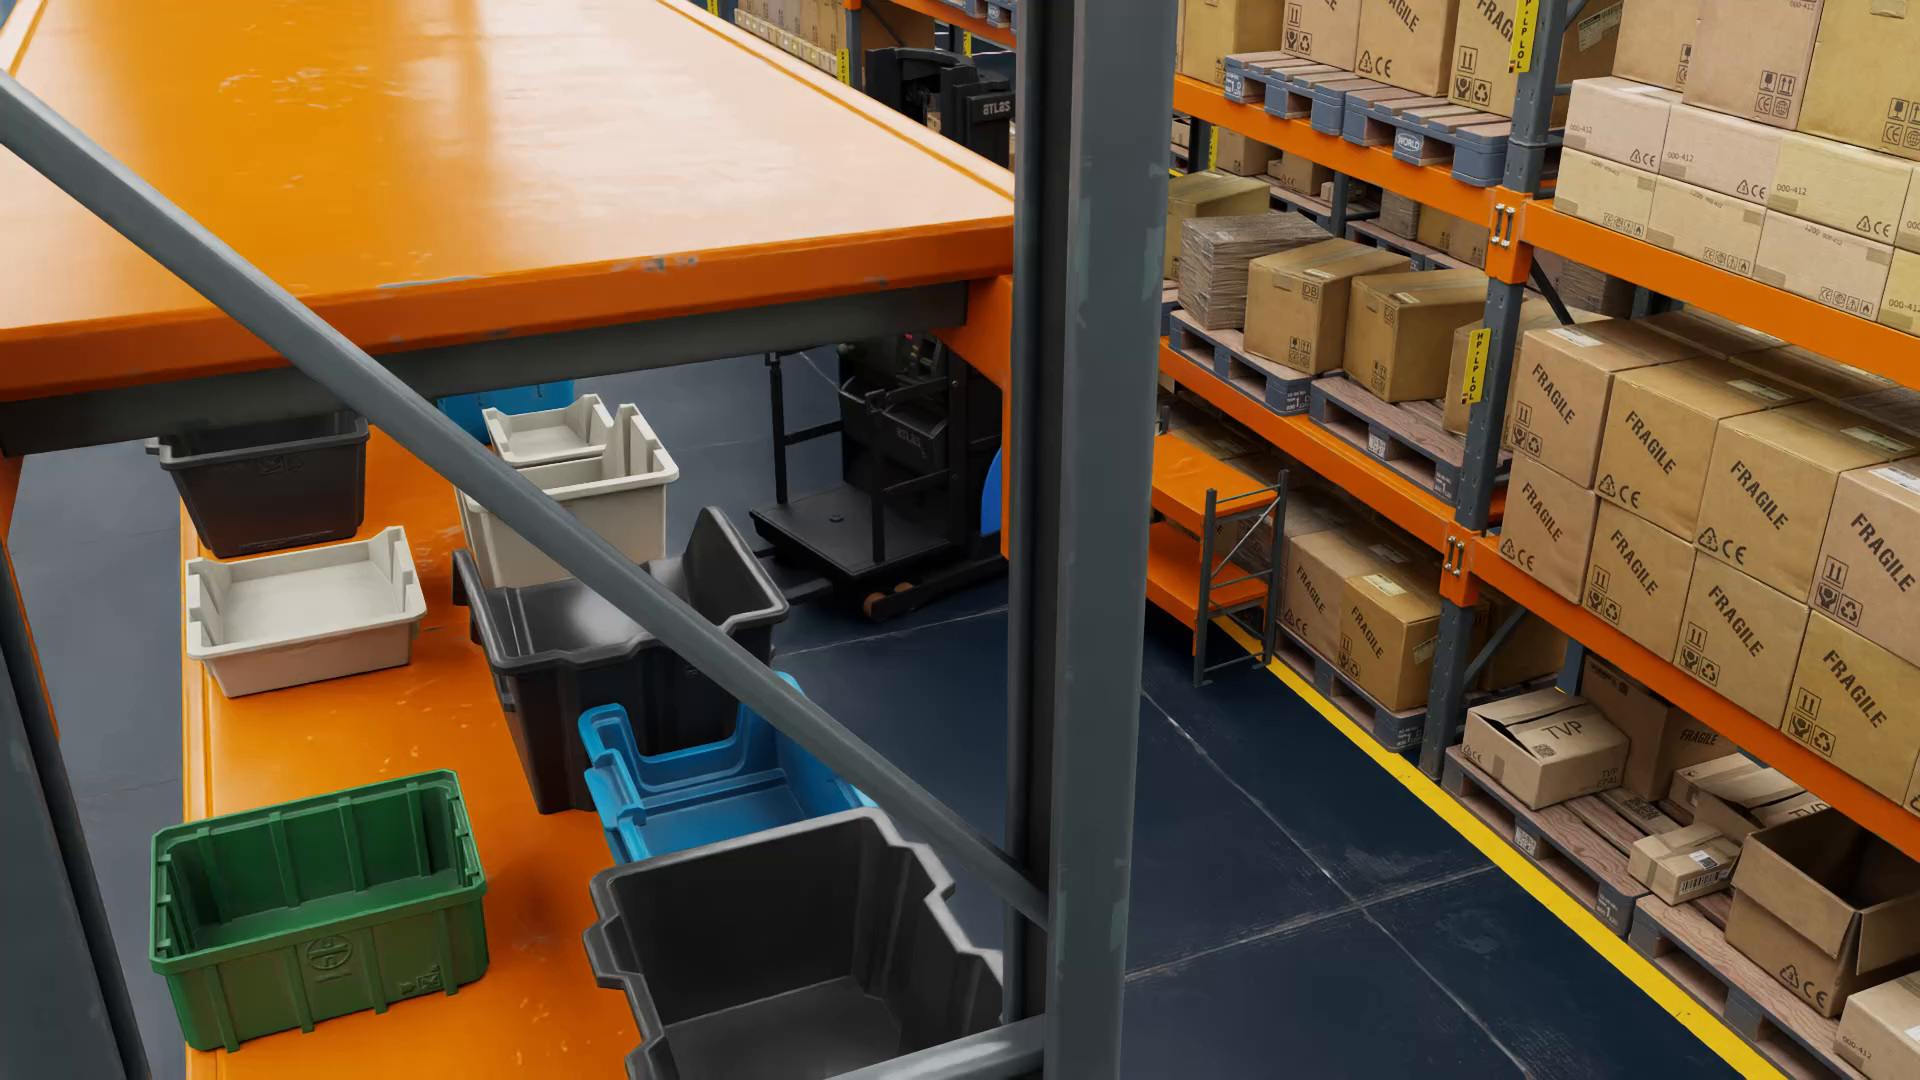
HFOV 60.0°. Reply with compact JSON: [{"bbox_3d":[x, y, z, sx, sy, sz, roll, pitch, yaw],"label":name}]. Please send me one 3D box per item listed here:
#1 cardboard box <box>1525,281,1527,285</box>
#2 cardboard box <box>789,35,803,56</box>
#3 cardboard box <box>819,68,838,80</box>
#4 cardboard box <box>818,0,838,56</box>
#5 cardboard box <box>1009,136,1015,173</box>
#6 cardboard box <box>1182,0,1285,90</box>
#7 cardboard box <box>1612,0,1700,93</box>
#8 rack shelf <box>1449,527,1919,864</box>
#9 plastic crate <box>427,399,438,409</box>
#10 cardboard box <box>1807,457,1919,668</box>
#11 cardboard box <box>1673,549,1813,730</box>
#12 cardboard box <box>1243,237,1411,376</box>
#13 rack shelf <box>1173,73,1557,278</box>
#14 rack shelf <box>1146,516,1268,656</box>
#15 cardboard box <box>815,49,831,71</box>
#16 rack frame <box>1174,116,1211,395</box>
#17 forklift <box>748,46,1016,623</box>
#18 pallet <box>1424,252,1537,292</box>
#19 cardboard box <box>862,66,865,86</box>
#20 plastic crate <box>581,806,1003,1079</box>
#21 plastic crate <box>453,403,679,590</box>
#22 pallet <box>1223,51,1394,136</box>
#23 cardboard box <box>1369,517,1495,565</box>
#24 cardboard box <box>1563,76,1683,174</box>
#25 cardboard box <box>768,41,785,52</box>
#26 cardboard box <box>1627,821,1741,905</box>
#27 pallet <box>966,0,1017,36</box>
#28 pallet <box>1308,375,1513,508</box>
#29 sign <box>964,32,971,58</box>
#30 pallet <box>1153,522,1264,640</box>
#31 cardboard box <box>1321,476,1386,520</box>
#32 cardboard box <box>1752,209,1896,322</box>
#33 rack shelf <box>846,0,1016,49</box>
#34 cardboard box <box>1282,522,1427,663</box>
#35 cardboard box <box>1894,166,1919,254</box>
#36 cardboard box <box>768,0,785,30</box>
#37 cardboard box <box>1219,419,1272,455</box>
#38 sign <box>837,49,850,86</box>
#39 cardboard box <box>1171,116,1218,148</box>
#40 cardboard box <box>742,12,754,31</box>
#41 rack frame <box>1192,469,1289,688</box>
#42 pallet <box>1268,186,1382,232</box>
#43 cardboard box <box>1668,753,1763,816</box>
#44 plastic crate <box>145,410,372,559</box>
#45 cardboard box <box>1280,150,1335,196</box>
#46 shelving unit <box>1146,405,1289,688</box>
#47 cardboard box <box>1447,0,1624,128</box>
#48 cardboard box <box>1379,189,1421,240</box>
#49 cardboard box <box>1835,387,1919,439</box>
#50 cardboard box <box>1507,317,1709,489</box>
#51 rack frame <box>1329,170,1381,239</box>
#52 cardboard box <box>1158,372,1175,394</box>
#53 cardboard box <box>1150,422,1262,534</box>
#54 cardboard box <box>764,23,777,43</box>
[{"bbox_3d":[5.028,-2.554,14.410,0.700,0.500,0.500,-11,28,-21],"label":"cardboard box"},{"bbox_3d":[-1.356,-4.565,15.328,0.380,0.149,0.250,-10,28,-19],"label":"cardboard box"},{"bbox_3d":[-0.842,-3.971,14.851,0.700,0.500,0.500,-11,28,-21],"label":"cardboard box"},{"bbox_3d":[-0.829,-4.546,14.550,0.700,0.500,0.500,-11,28,-21],"label":"cardboard box"},{"bbox_3d":[0.444,-2.641,12.126,0.500,0.500,0.500,-12,29,-23],"label":"cardboard box"},{"bbox_3d":[1.722,-2.728,8.886,0.910,0.500,0.500,-11,28,-21],"label":"cardboard box"},{"bbox_3d":[2.908,-1.959,6.171,0.700,0.500,0.500,-11,28,-21],"label":"cardboard box"},{"bbox_3d":[3.466,0.824,5.963,1.077,0.370,4.000,-11,28,-21],"label":"rack shelf"},{"bbox_3d":[-1.432,-0.591,4.864,0.450,0.188,0.662,-11,28,-21],"label":"plastic crate"},{"bbox_3d":[3.215,0.062,5.451,0.500,0.500,0.500,-10,28,-19],"label":"cardboard box"},{"bbox_3d":[3.029,0.309,6.083,0.500,0.500,0.500,-11,28,-21],"label":"cardboard box"},{"bbox_3d":[1.934,-1.243,8.784,0.700,0.500,0.500,-19,32,-33],"label":"cardboard box"},{"bbox_3d":[1.900,-2.139,8.613,1.077,0.370,4.000,-11,28,-21],"label":"rack shelf"},{"bbox_3d":[1.187,0.233,9.048,0.538,0.278,1.000,-14,29,-26],"label":"rack shelf"},{"bbox_3d":[-1.057,-4.257,14.697,0.380,0.149,0.250,-11,28,-21],"label":"cardboard box"},{"bbox_3d":[1.116,-1.922,10.767,1.000,3.000,0.127,-11,28,-21],"label":"rack frame"},{"bbox_3d":[-0.544,-1.117,9.197,3.031,2.935,1.130,-19,32,-34],"label":"forklift"},{"bbox_3d":[4.894,-2.329,14.779,1.003,0.211,1.213,-11,28,-21],"label":"pallet"},{"bbox_3d":[-0.754,-3.946,14.059,0.380,0.149,0.250,-11,28,-21],"label":"cardboard box"},{"bbox_3d":[-0.204,0.665,2.199,0.497,0.269,0.590,-11,28,-21],"label":"plastic crate"},{"bbox_3d":[-0.894,-0.085,3.721,0.437,0.282,0.530,-11,28,-21],"label":"plastic crate"},{"bbox_3d":[2.083,-2.264,8.263,1.213,0.211,1.003,-11,28,-21],"label":"pallet"},{"bbox_3d":[2.499,0.168,8.834,0.500,0.500,0.500,-10,28,-20],"label":"cardboard box"},{"bbox_3d":[2.645,-1.573,6.235,0.500,0.250,0.500,-11,28,-21],"label":"cardboard box"},{"bbox_3d":[-1.446,-4.593,16.124,0.700,0.500,0.500,-10,28,-20],"label":"cardboard box"},{"bbox_3d":[2.996,1.323,6.850,0.380,0.166,0.250,-11,28,-21],"label":"cardboard box"},{"bbox_3d":[0.768,-3.443,10.680,1.213,0.211,1.003,-9,28,-18],"label":"pallet"},{"bbox_3d":[2.470,-0.562,8.201,1.003,0.211,1.213,-11,28,-21],"label":"pallet"},{"bbox_3d":[0.045,-4.118,14.036,0.100,0.325,0.005,-11,28,-21],"label":"sign"},{"bbox_3d":[1.848,0.131,9.741,1.003,0.211,1.213,-11,28,-21],"label":"pallet"},{"bbox_3d":[2.326,-0.359,9.059,0.500,0.250,0.500,-11,28,-20],"label":"cardboard box"},{"bbox_3d":[3.032,-0.944,5.516,0.500,0.250,0.500,-11,28,-21],"label":"cardboard box"},{"bbox_3d":[0.333,-3.754,11.920,1.077,0.370,4.000,-11,28,-21],"label":"rack shelf"},{"bbox_3d":[2.040,0.268,8.630,0.500,0.500,0.500,-10,28,-20],"label":"cardboard box"},{"bbox_3d":[3.223,-0.966,4.991,0.500,0.250,0.500,-11,28,-21],"label":"cardboard box"},{"bbox_3d":[-1.416,-5.152,15.791,0.700,0.500,0.500,-10,28,-20],"label":"cardboard box"},{"bbox_3d":[1.901,-0.450,10.100,0.500,0.500,0.500,-12,28,-22],"label":"cardboard box"},{"bbox_3d":[-0.960,-3.865,13.670,0.100,0.325,0.005,-11,28,-21],"label":"sign"},{"bbox_3d":[2.728,-4.698,19.017,0.500,0.311,0.500,-14,29,-26],"label":"cardboard box"},{"bbox_3d":[-1.955,-5.186,16.600,0.380,0.149,0.250,-11,28,-22],"label":"cardboard box"},{"bbox_3d":[1.440,0.207,8.544,0.500,1.125,0.032,-14,29,-26],"label":"rack frame"},{"bbox_3d":[3.811,-3.401,16.975,1.003,0.211,1.213,-11,28,-21],"label":"pallet"},{"bbox_3d":[3.369,1.099,7.328,0.380,0.149,0.250,-11,28,-21],"label":"cardboard box"},{"bbox_3d":[-1.642,-0.198,3.966,0.497,0.269,0.590,-11,28,-21],"label":"plastic crate"},{"bbox_3d":[3.663,-3.876,17.116,0.500,0.500,0.500,-13,29,-24],"label":"cardboard box"},{"bbox_3d":[1.187,0.013,8.941,0.538,1.125,1.048,-14,29,-26],"label":"shelving unit"},{"bbox_3d":[2.553,-2.149,7.108,0.600,0.600,0.600,-13,29,-25],"label":"cardboard box"},{"bbox_3d":[4.410,-3.169,15.670,0.700,0.500,0.500,-10,28,-19],"label":"cardboard box"},{"bbox_3d":[3.519,-0.231,6.052,0.500,0.500,0.500,-10,28,-20],"label":"cardboard box"},{"bbox_3d":[2.609,-0.562,6.729,0.500,0.500,0.500,-10,28,-19],"label":"cardboard box"},{"bbox_3d":[4.107,-4.389,15.820,1.000,3.000,0.127,-11,28,-21],"label":"rack frame"},{"bbox_3d":[1.182,-1.137,11.814,0.500,0.250,0.500,-11,28,-21],"label":"cardboard box"},{"bbox_3d":[1.434,-0.349,9.894,0.500,0.500,0.500,-11,28,-21],"label":"cardboard box"},{"bbox_3d":[-1.655,-4.876,15.964,0.380,0.149,0.250,-12,28,-22],"label":"cardboard box"}]
